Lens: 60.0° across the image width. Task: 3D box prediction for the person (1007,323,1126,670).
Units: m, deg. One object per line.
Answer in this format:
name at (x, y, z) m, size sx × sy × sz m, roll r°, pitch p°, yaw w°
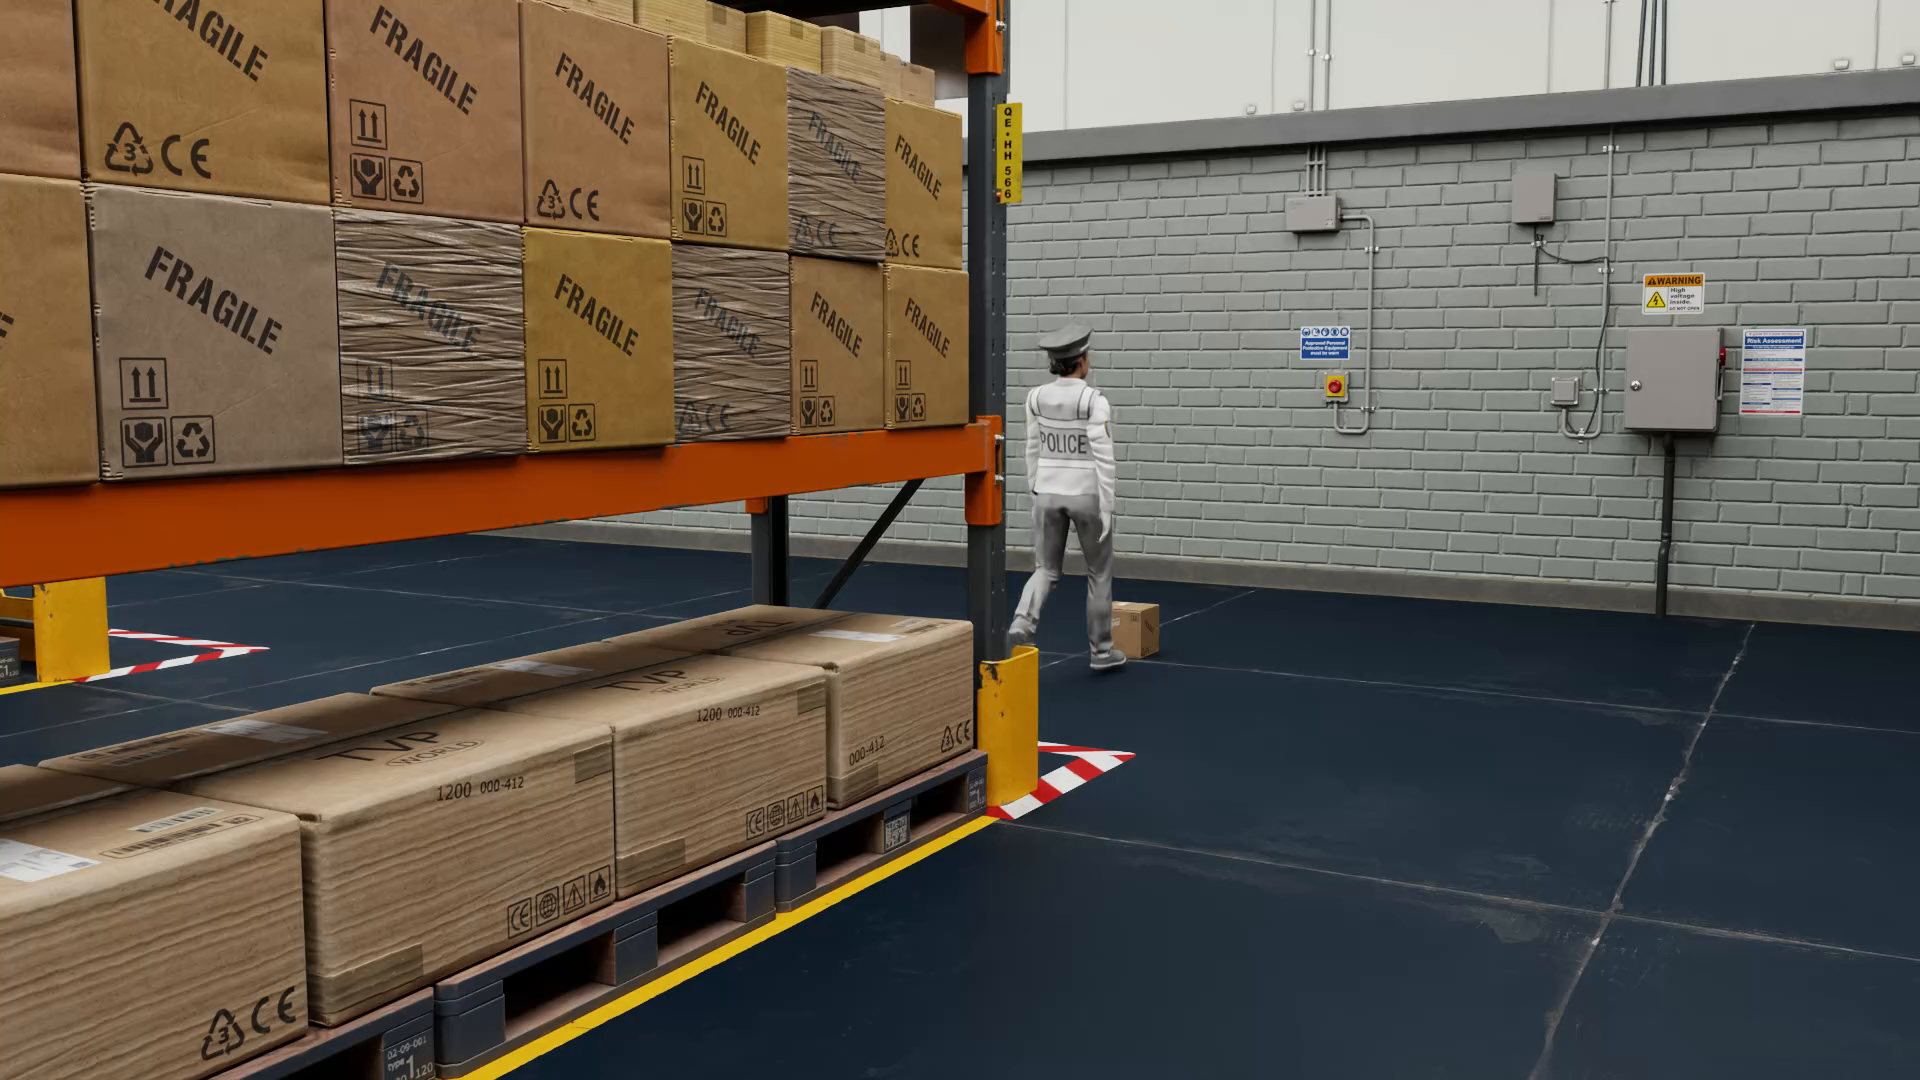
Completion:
person at (0.547, -0.191, 7.917) m, size 0.489 × 1.666 × 0.734 m, roll 3°, pitch 7°, yaw 26°
